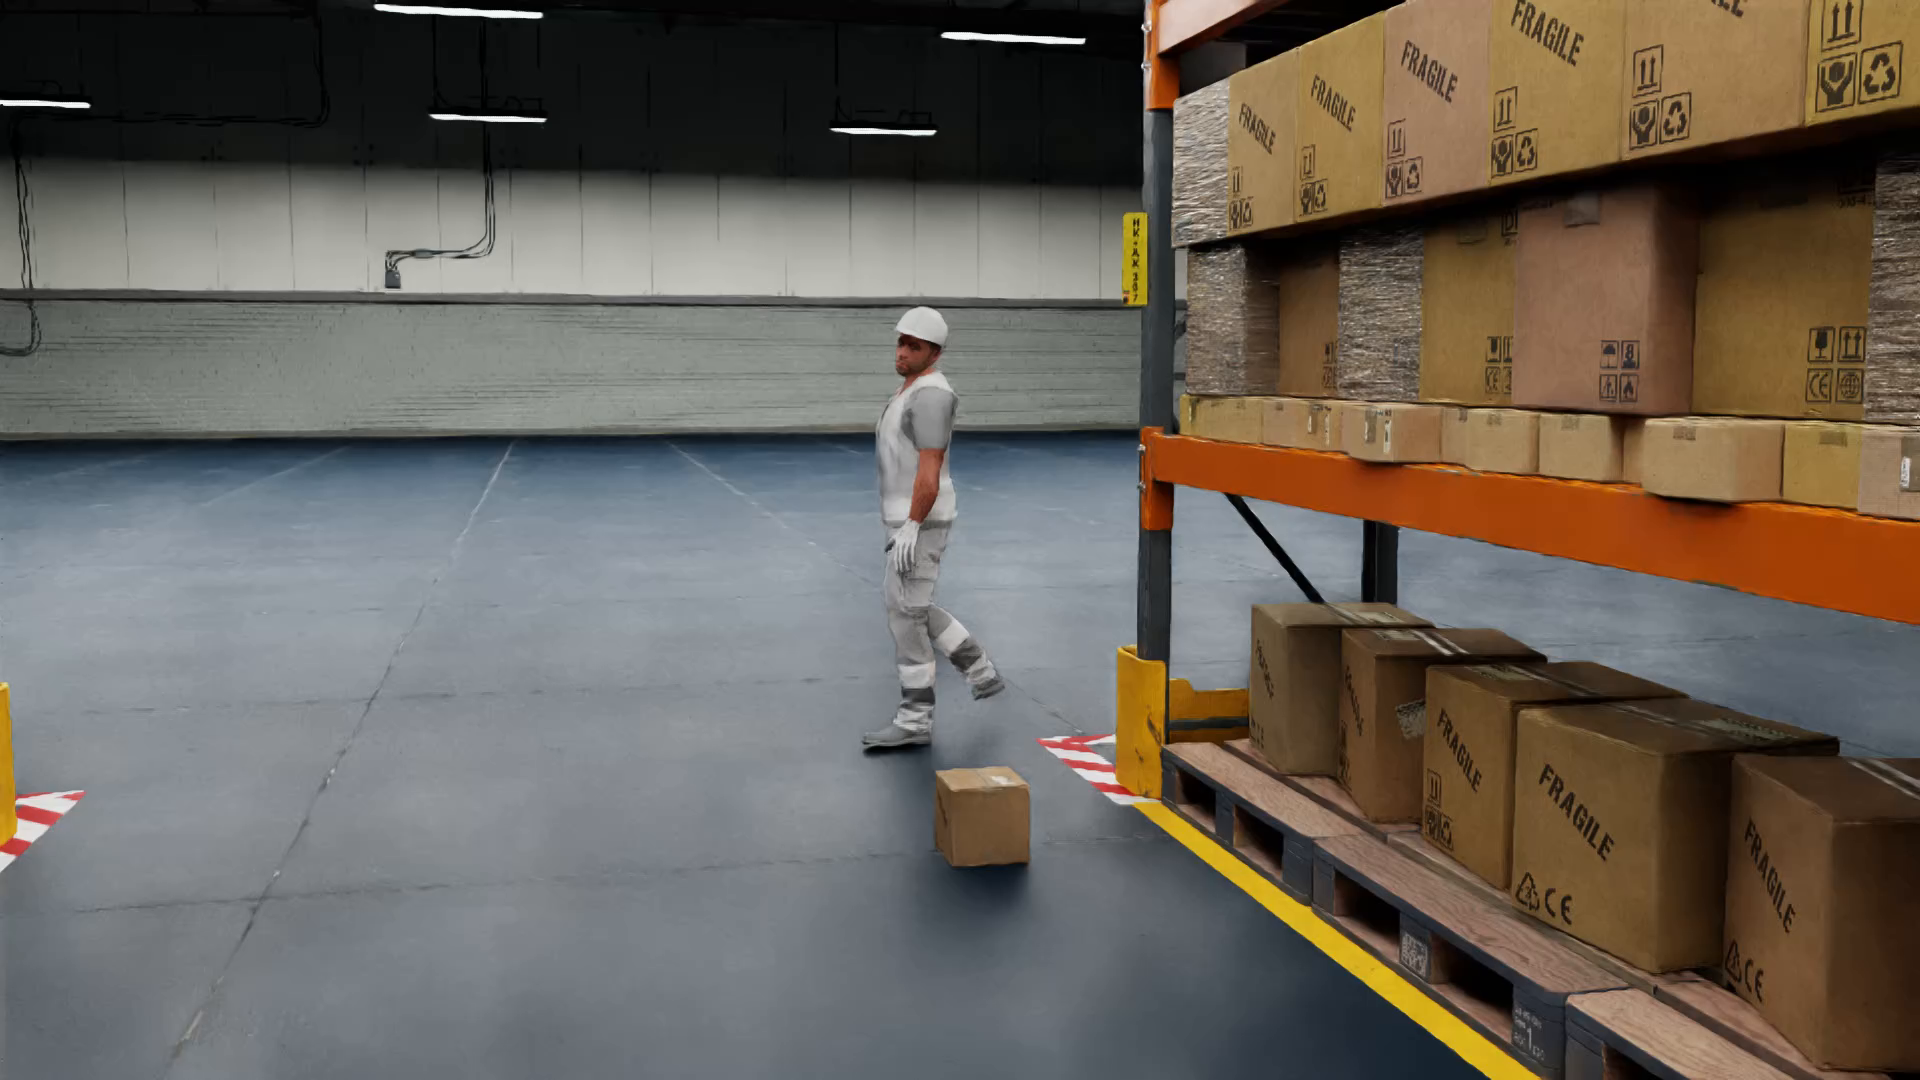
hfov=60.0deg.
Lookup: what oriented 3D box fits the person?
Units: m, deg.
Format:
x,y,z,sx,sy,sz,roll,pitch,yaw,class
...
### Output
x,y,z,sx,sy,sz,roll,pitch,yaw,class
-0.108,-0.059,6.861,0.628,1.787,0.737,-1,6,-6,person
